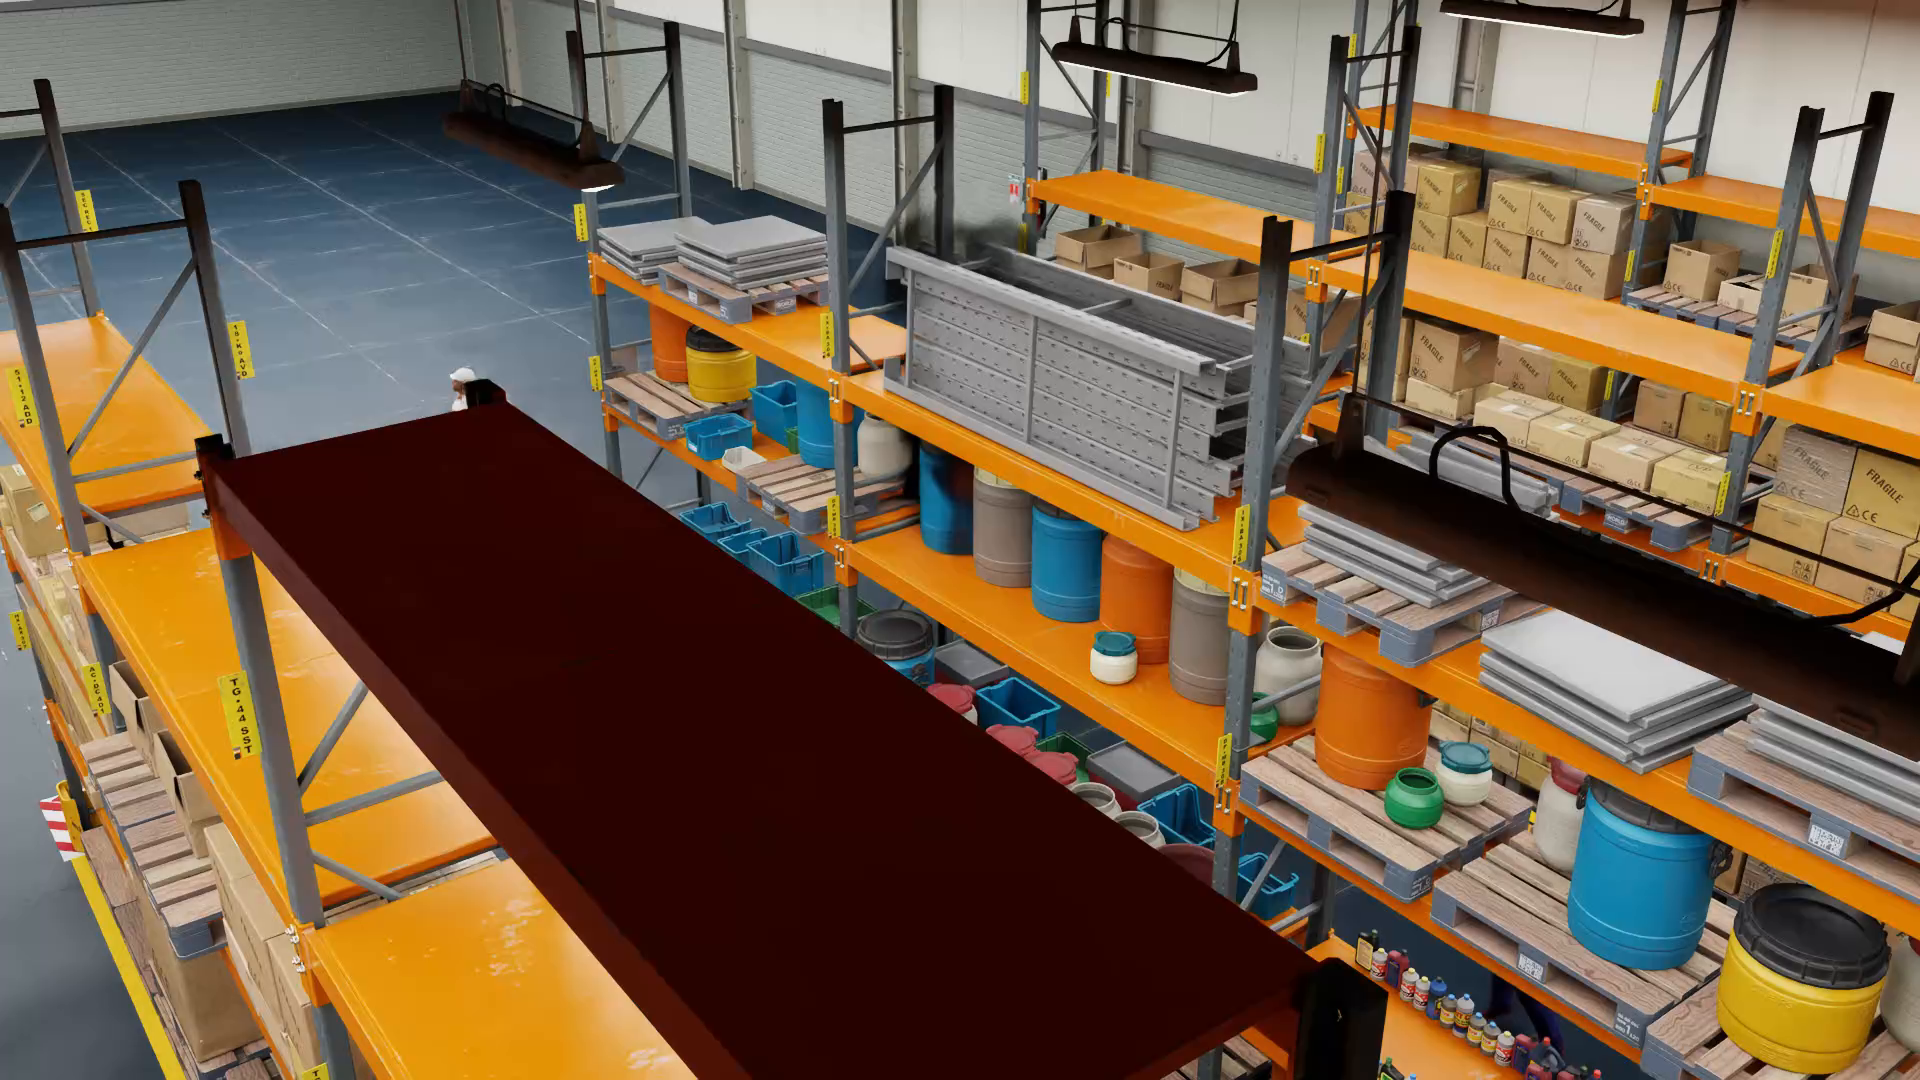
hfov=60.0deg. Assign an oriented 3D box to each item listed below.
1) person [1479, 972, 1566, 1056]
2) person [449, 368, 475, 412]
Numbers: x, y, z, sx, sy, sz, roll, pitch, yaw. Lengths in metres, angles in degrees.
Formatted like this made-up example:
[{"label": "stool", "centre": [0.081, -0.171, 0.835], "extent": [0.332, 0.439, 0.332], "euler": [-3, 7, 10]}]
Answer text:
[{"label": "person", "centre": [3.814, 2.703, 11.198], "extent": [0.821, 1.707, 0.570], "euler": [21, 32, 38]}, {"label": "person", "centre": [-5.682, -1.192, 19.493], "extent": [0.733, 1.732, 0.708], "euler": [-7, 26, -15]}]
